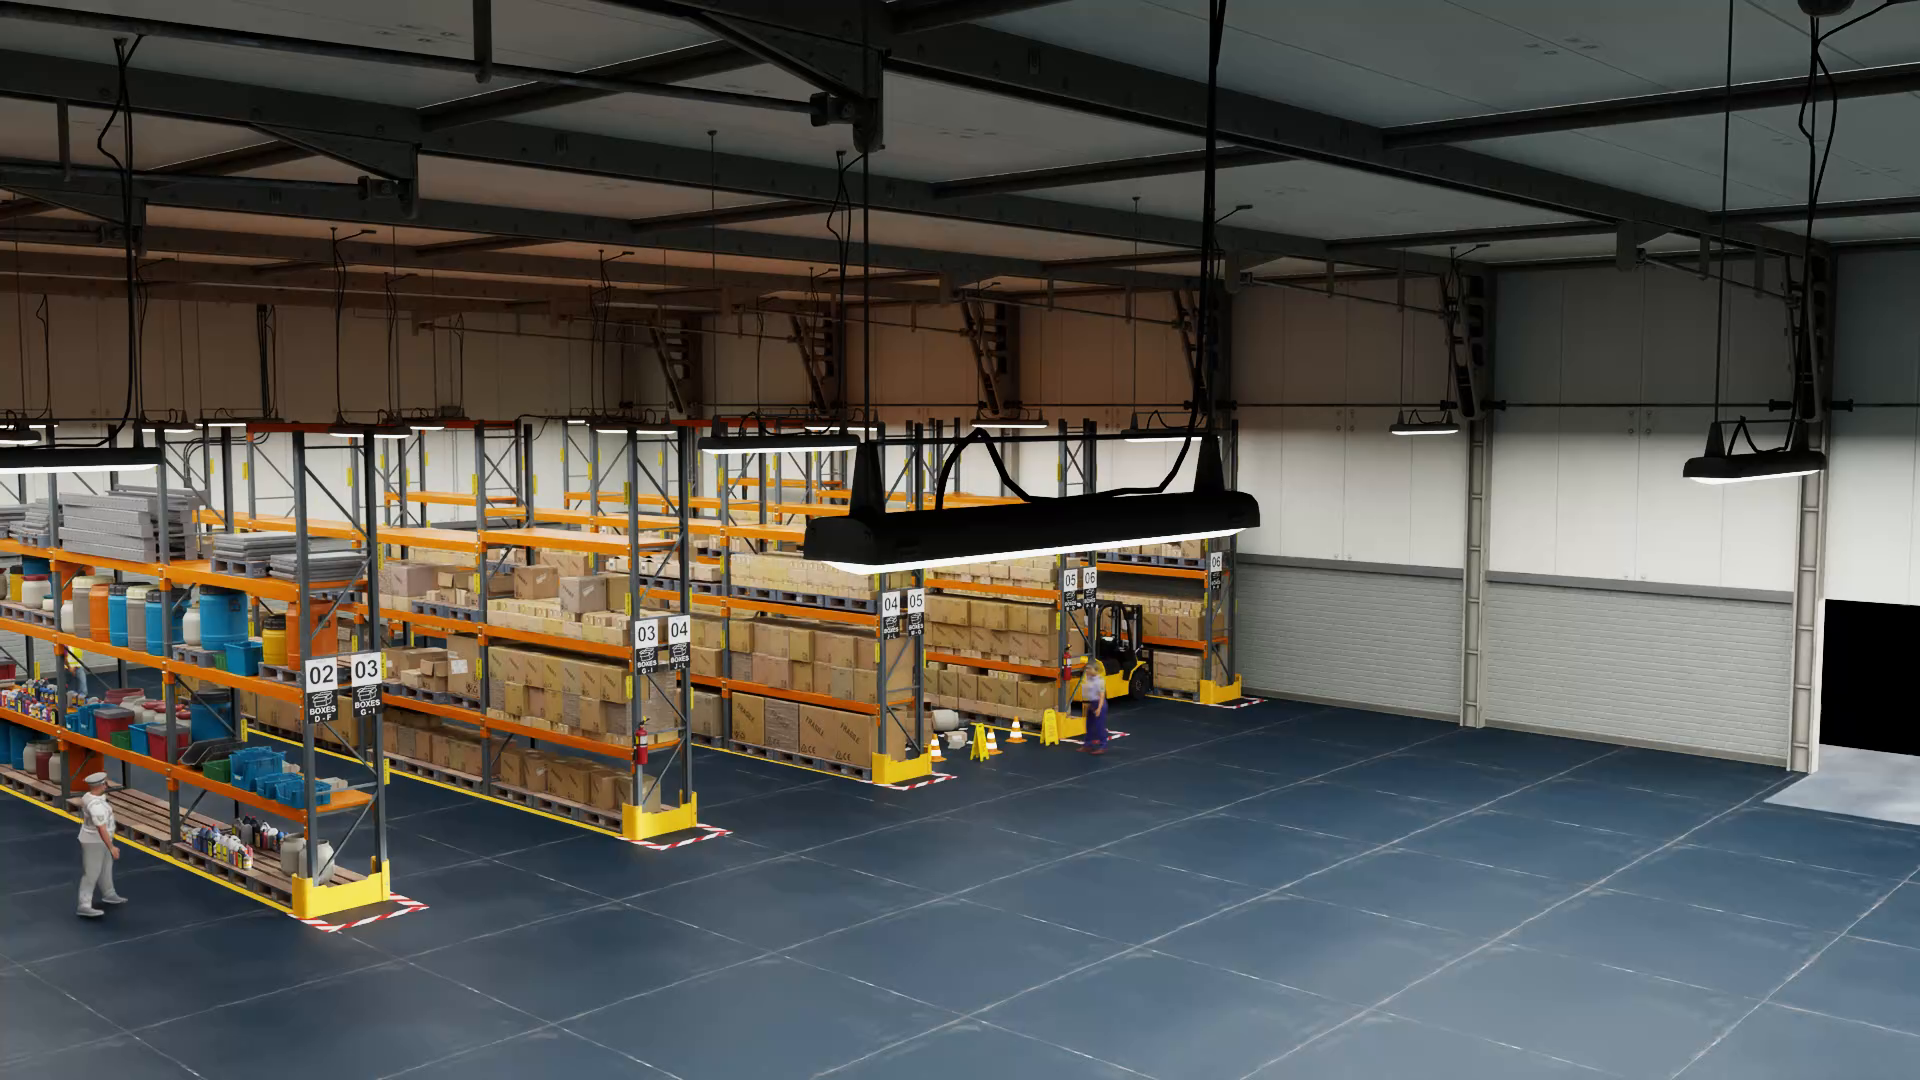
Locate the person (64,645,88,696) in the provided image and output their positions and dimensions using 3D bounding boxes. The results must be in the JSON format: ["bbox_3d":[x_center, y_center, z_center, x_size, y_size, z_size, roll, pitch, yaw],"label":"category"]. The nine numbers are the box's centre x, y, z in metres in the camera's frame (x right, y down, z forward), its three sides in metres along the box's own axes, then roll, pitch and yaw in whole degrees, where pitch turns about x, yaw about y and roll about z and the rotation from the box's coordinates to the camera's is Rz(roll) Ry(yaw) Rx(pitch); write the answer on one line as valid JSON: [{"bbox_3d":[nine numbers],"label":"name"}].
[{"bbox_3d":[-18.330,2.638,34.389,1.017,1.711,0.512,3,6,33],"label":"person"}]

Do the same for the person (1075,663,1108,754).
[{"bbox_3d":[2.405,3.052,30.147,0.503,1.644,0.558,-2,5,-19],"label":"person"}]

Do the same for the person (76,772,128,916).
[{"bbox_3d":[-10.737,3.770,20.760,0.598,1.786,0.697,-3,5,-29],"label":"person"}]
